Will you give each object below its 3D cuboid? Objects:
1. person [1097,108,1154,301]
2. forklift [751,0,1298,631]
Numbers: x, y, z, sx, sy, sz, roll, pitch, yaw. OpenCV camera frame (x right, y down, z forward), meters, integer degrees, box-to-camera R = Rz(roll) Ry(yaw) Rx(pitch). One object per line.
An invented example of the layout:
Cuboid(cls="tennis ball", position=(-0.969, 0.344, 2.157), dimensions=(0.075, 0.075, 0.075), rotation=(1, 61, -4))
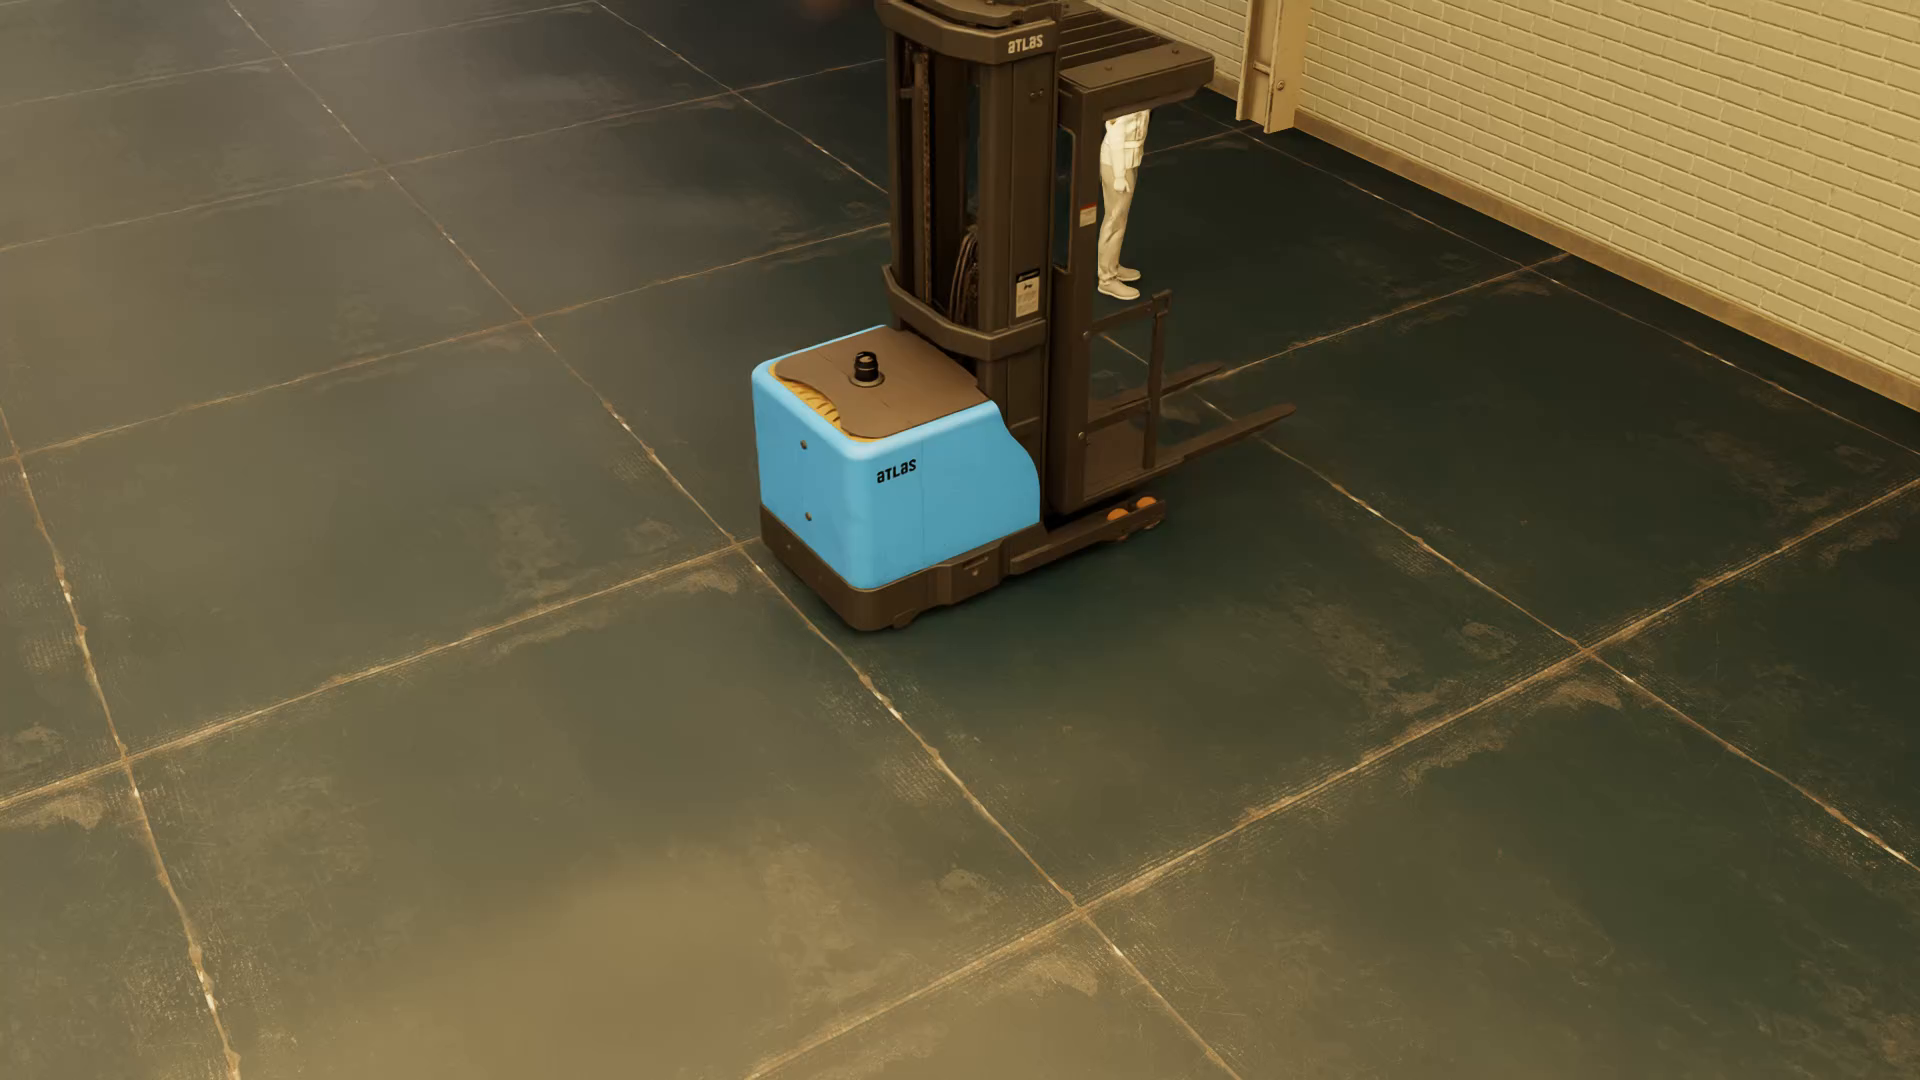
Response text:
Cuboid(cls="person", position=(1.038, -2.405, 10.653), dimensions=(0.359, 1.694, 0.460), rotation=(6, 35, 8))
Cuboid(cls="forklift", position=(0.474, -1.424, 8.174), dimensions=(3.031, 2.935, 1.130), rotation=(-22, 41, -28))
